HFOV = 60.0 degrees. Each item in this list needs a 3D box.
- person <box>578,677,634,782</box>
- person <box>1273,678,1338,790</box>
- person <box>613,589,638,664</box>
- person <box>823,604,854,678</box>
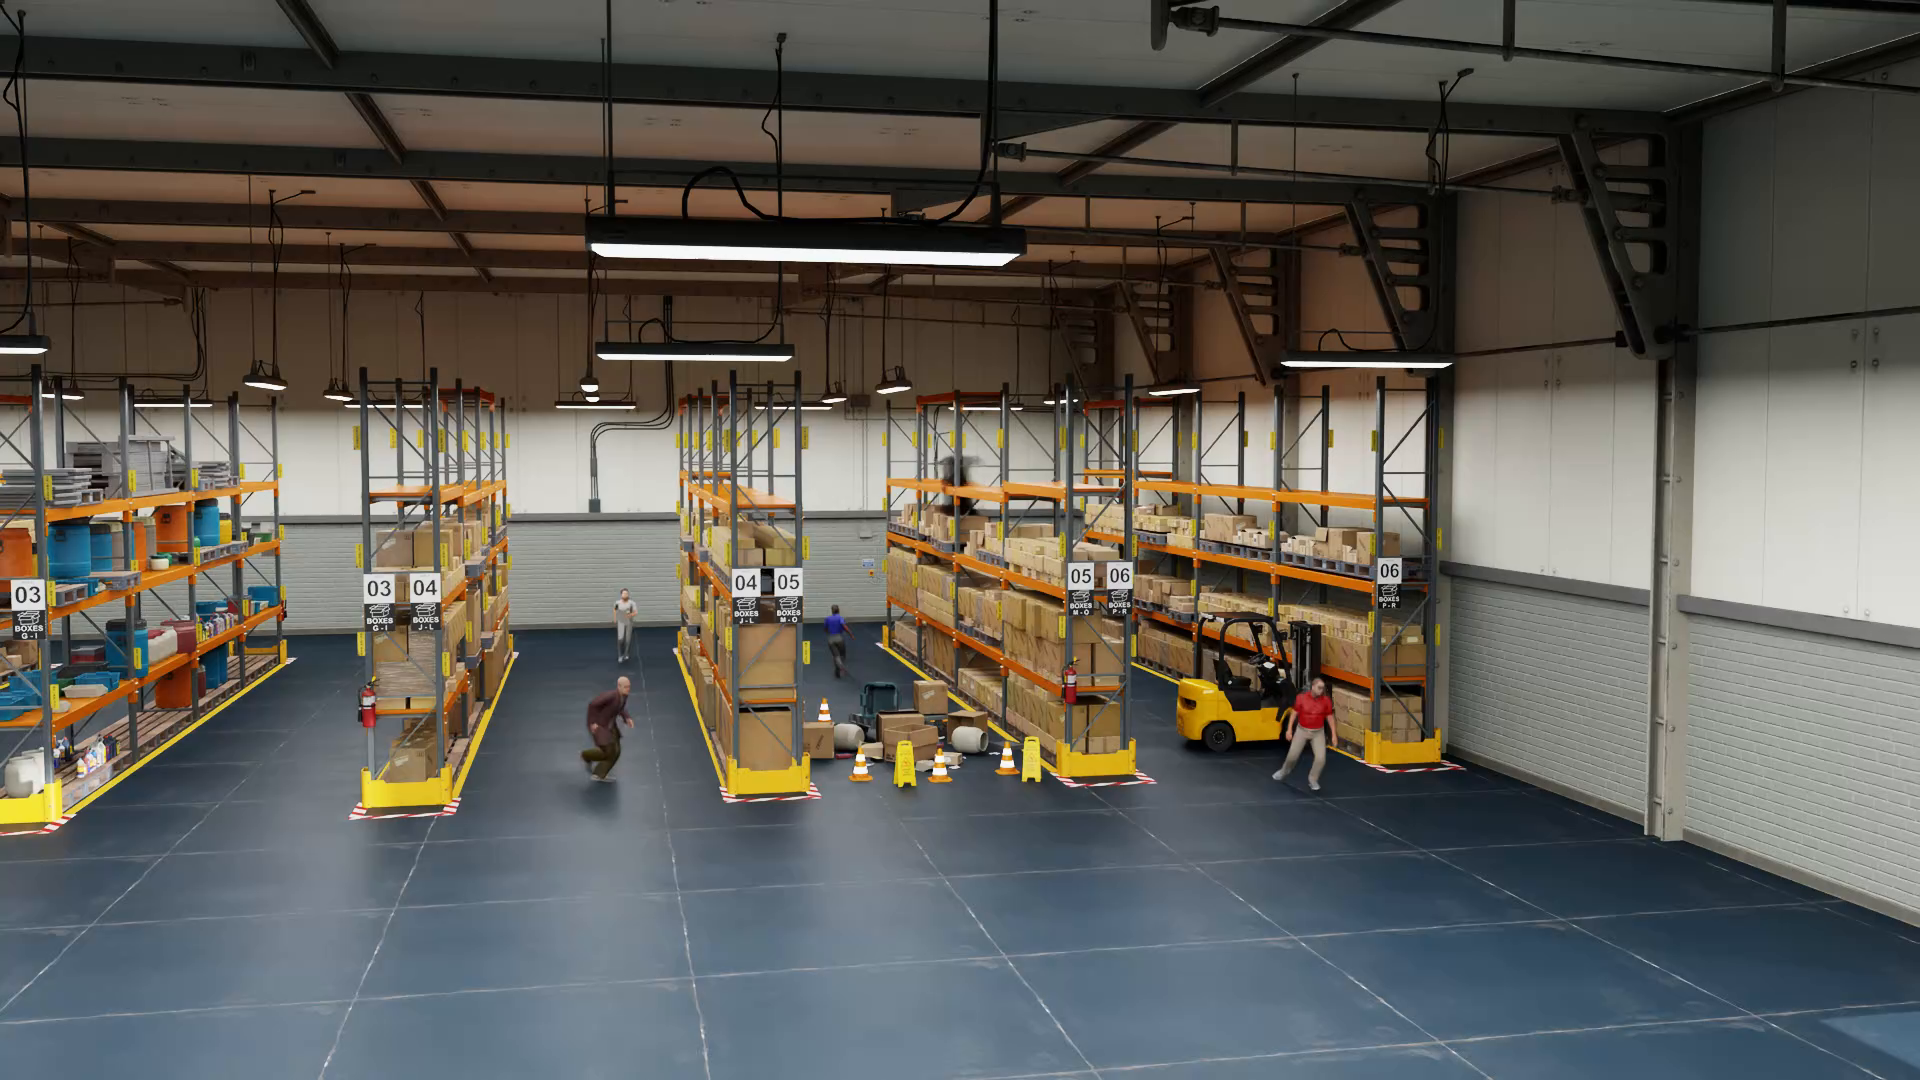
[{"bbox_3d":[-5.217,2.772,24.329,0.914,1.584,0.734,2,4,25],"label":"person"},{"bbox_3d":[4.981,2.760,23.981,0.855,1.629,0.749,0,3,1],"label":"person"},{"bbox_3d":[-7.553,1.935,37.532,0.554,1.683,0.692,0,3,-7],"label":"person"},{"bbox_3d":[-2.577,2.161,35.026,0.696,1.592,0.613,1,3,11],"label":"person"}]
